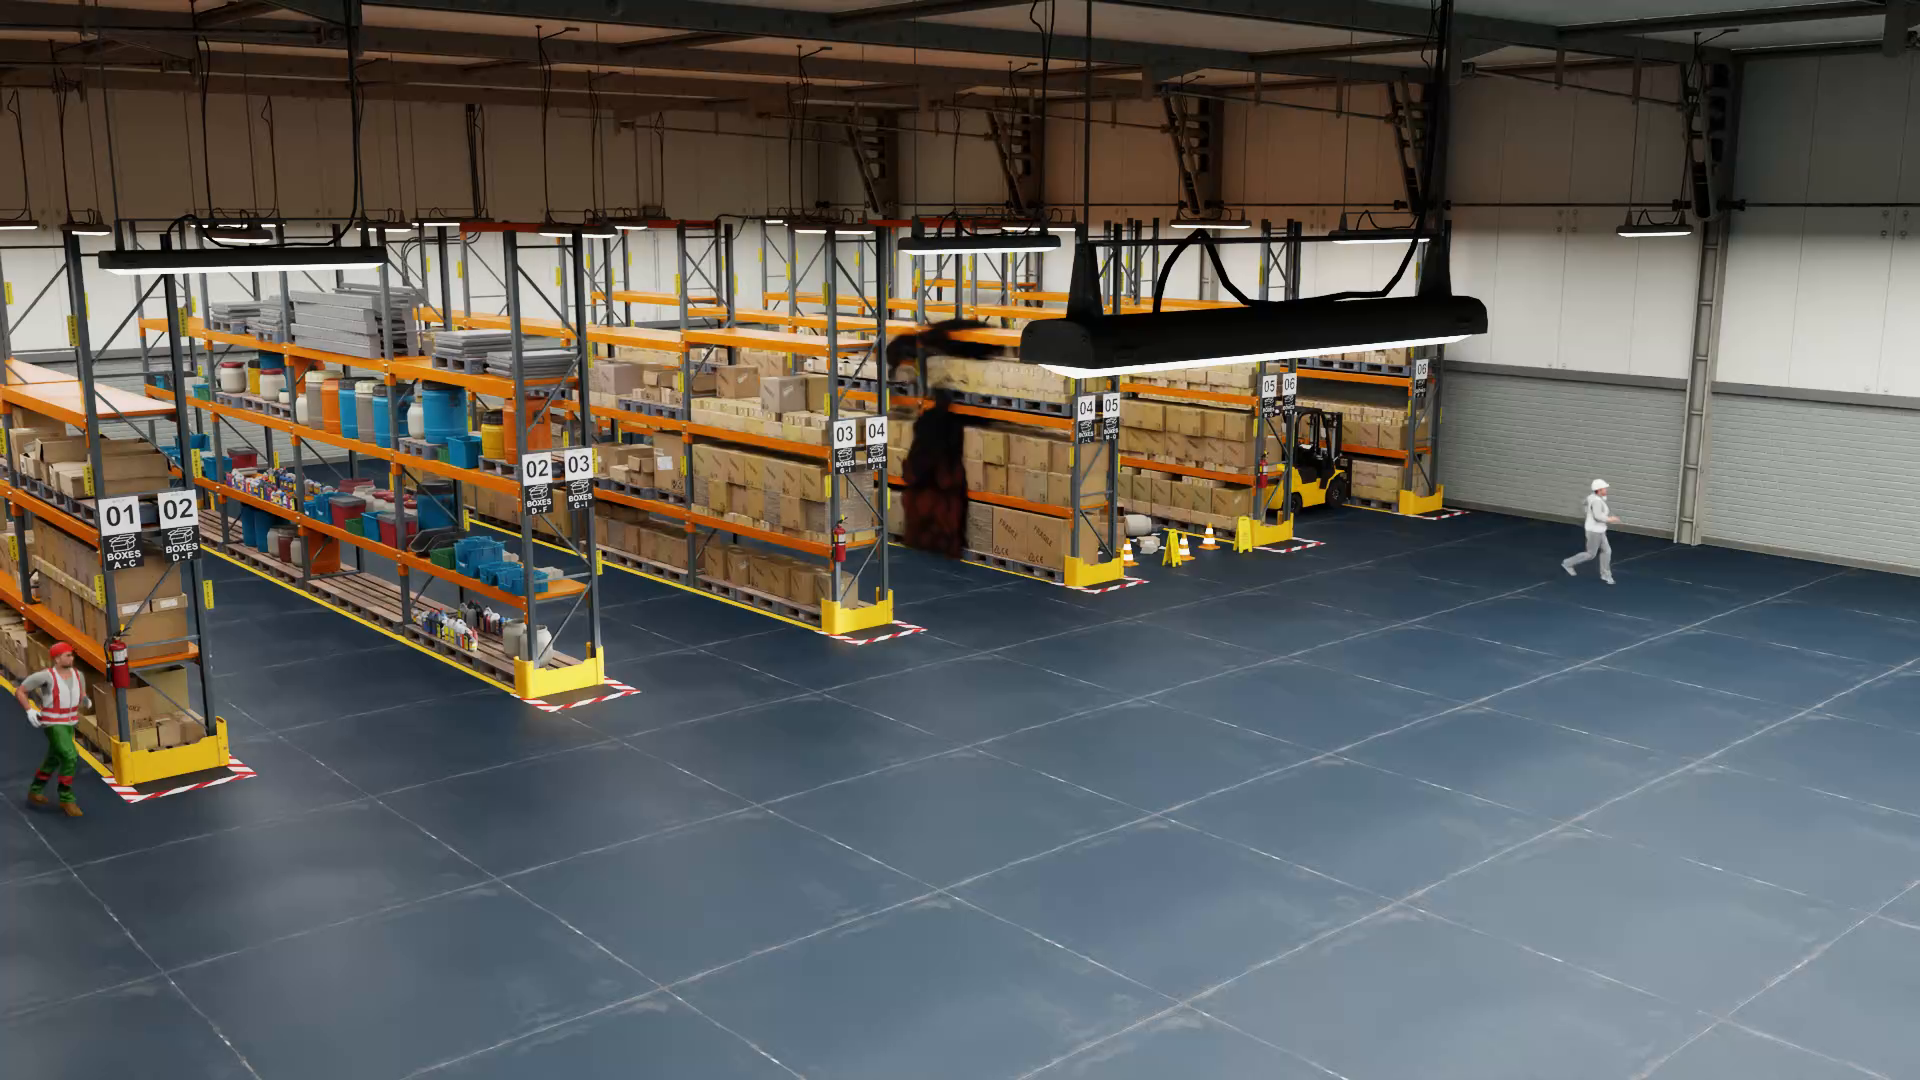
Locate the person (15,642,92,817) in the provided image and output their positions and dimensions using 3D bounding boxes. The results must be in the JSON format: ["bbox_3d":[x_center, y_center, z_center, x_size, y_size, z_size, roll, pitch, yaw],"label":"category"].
[{"bbox_3d":[-9.563,1.970,17.665,0.791,1.792,0.668,3,12,13],"label":"person"}]

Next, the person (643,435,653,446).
[{"bbox_3d":[-7.819,-2.881,41.987,0.578,1.687,0.791,8,14,35],"label":"person"}]

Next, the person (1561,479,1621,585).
[{"bbox_3d":[10.716,-0.136,28.167,0.923,1.818,0.690,4,12,18],"label":"person"}]
